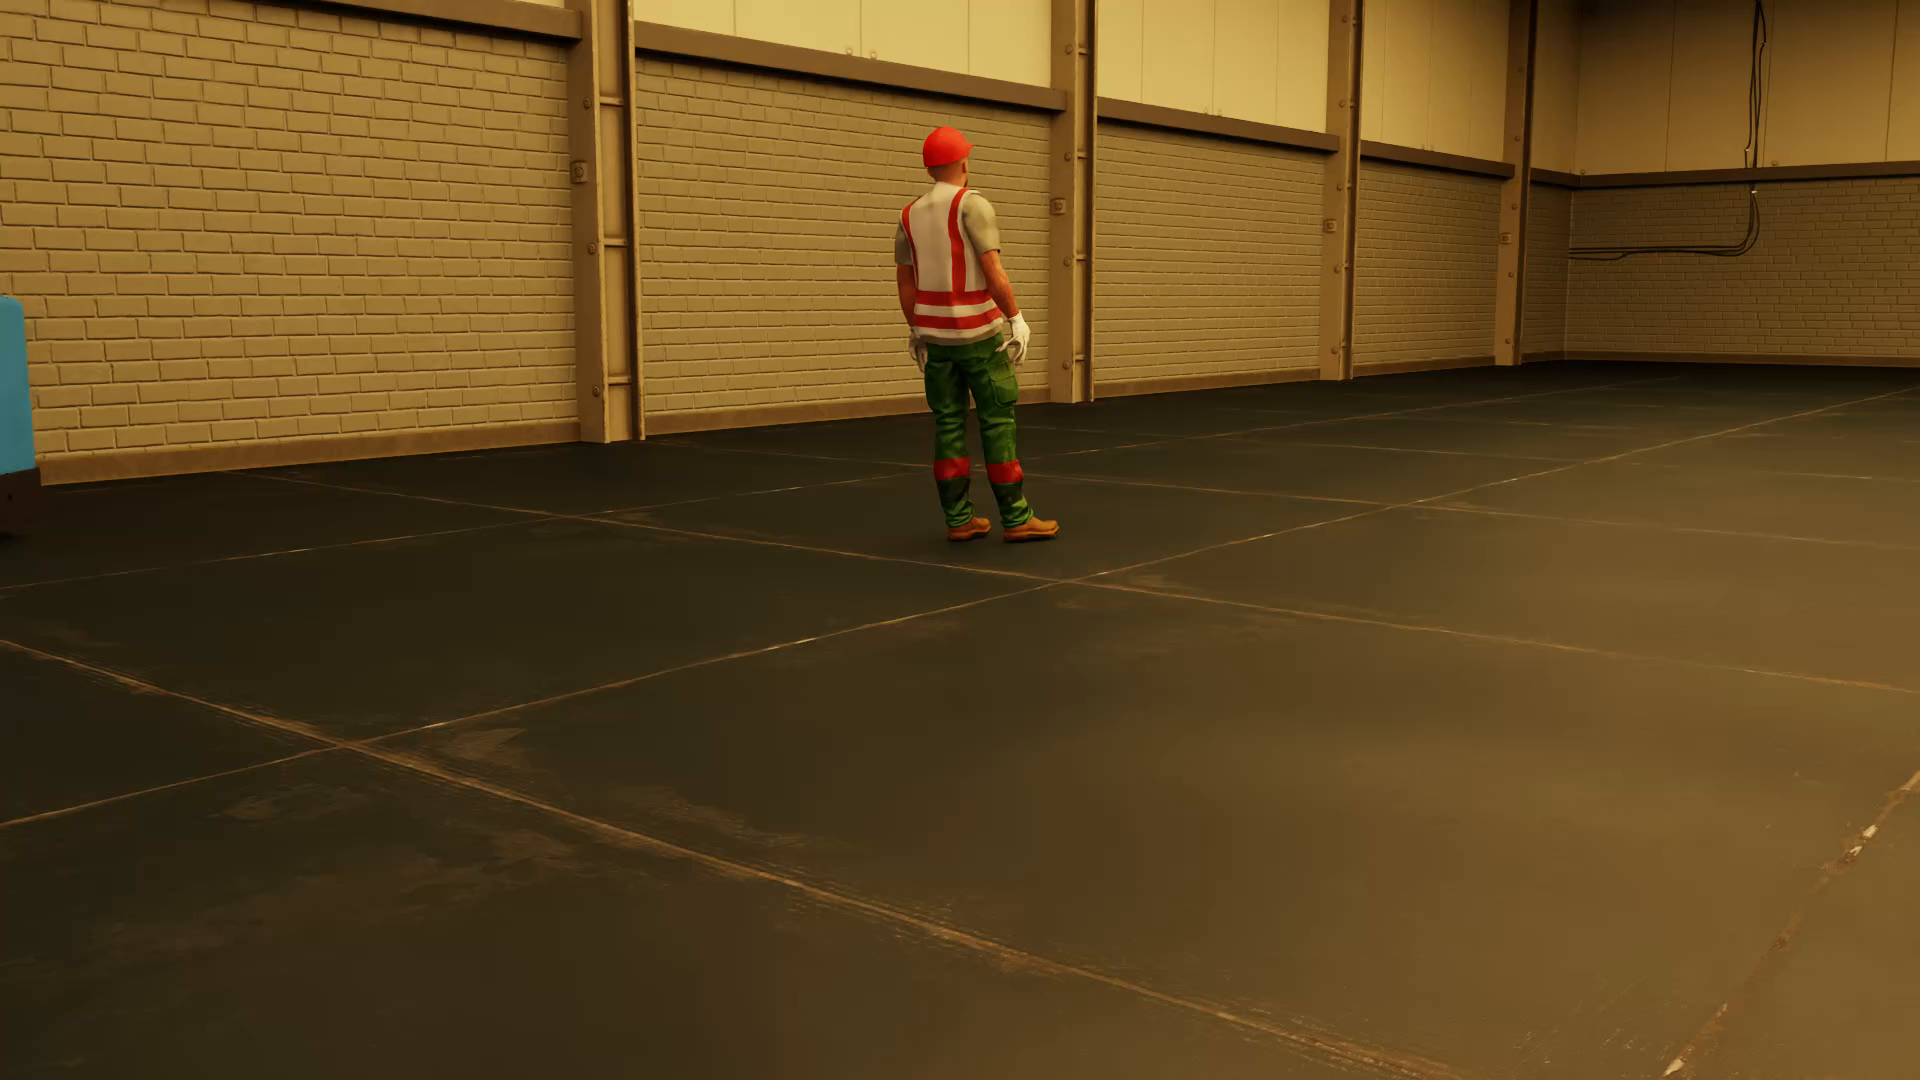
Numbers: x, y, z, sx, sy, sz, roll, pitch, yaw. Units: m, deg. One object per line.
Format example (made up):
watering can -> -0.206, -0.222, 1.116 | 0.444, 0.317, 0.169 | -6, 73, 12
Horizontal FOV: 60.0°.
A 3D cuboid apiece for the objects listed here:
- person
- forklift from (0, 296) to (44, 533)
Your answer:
person -> 0.060, -0.901, 7.329 | 0.637, 1.790, 0.562 | 7, 11, 38
forklift -> -5.613, -1.387, 6.763 | 3.031, 2.935, 1.130 | -1, 8, -4
